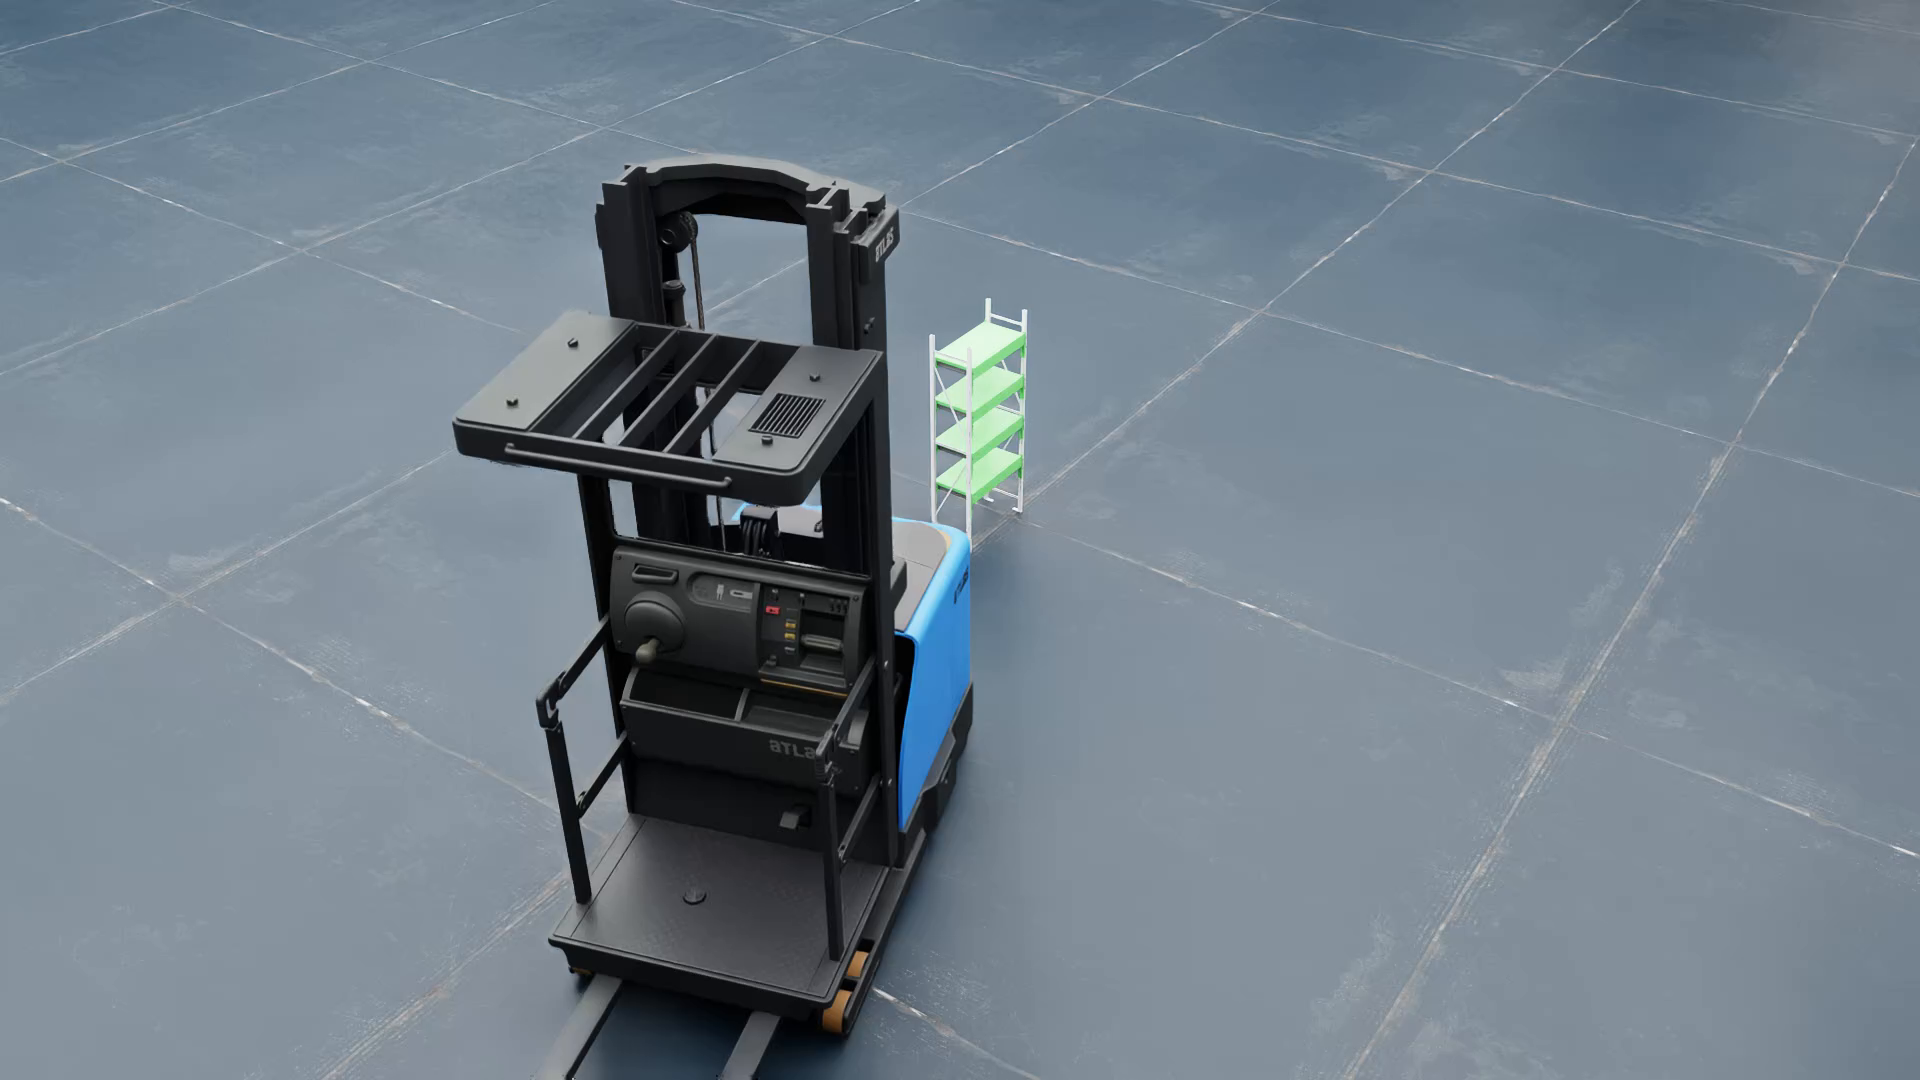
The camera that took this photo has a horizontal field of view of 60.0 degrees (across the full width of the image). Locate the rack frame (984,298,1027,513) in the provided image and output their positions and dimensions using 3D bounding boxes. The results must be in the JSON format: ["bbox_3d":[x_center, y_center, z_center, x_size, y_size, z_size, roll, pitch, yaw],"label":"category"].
[{"bbox_3d":[0.234,-0.685,8.693,0.240,1.200,0.015,21,39,28],"label":"rack frame"}]

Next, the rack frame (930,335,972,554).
[{"bbox_3d":[-0.045,-0.461,8.360,0.240,1.200,0.015,21,39,28],"label":"rack frame"}]

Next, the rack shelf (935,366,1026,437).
[{"bbox_3d":[0.094,-0.719,8.428,0.258,0.148,0.480,21,39,28],"label":"rack shelf"}]

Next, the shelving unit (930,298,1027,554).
[{"bbox_3d":[0.094,-0.573,8.527,0.258,1.200,0.503,21,39,28],"label":"shelving unit"}]

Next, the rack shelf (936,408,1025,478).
[{"bbox_3d":[0.094,-0.520,8.562,0.258,0.148,0.480,21,39,28],"label":"rack shelf"}]

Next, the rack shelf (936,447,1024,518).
[{"bbox_3d":[0.094,-0.321,8.697,0.258,0.148,0.480,21,39,28],"label":"rack shelf"}]

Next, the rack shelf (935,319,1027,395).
[{"bbox_3d":[0.094,-0.918,8.293,0.258,0.148,0.480,21,39,28],"label":"rack shelf"}]

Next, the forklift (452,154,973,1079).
[{"bbox_3d":[-0.841,0.344,5.625,1.130,2.935,3.031,9,35,13],"label":"forklift"}]
